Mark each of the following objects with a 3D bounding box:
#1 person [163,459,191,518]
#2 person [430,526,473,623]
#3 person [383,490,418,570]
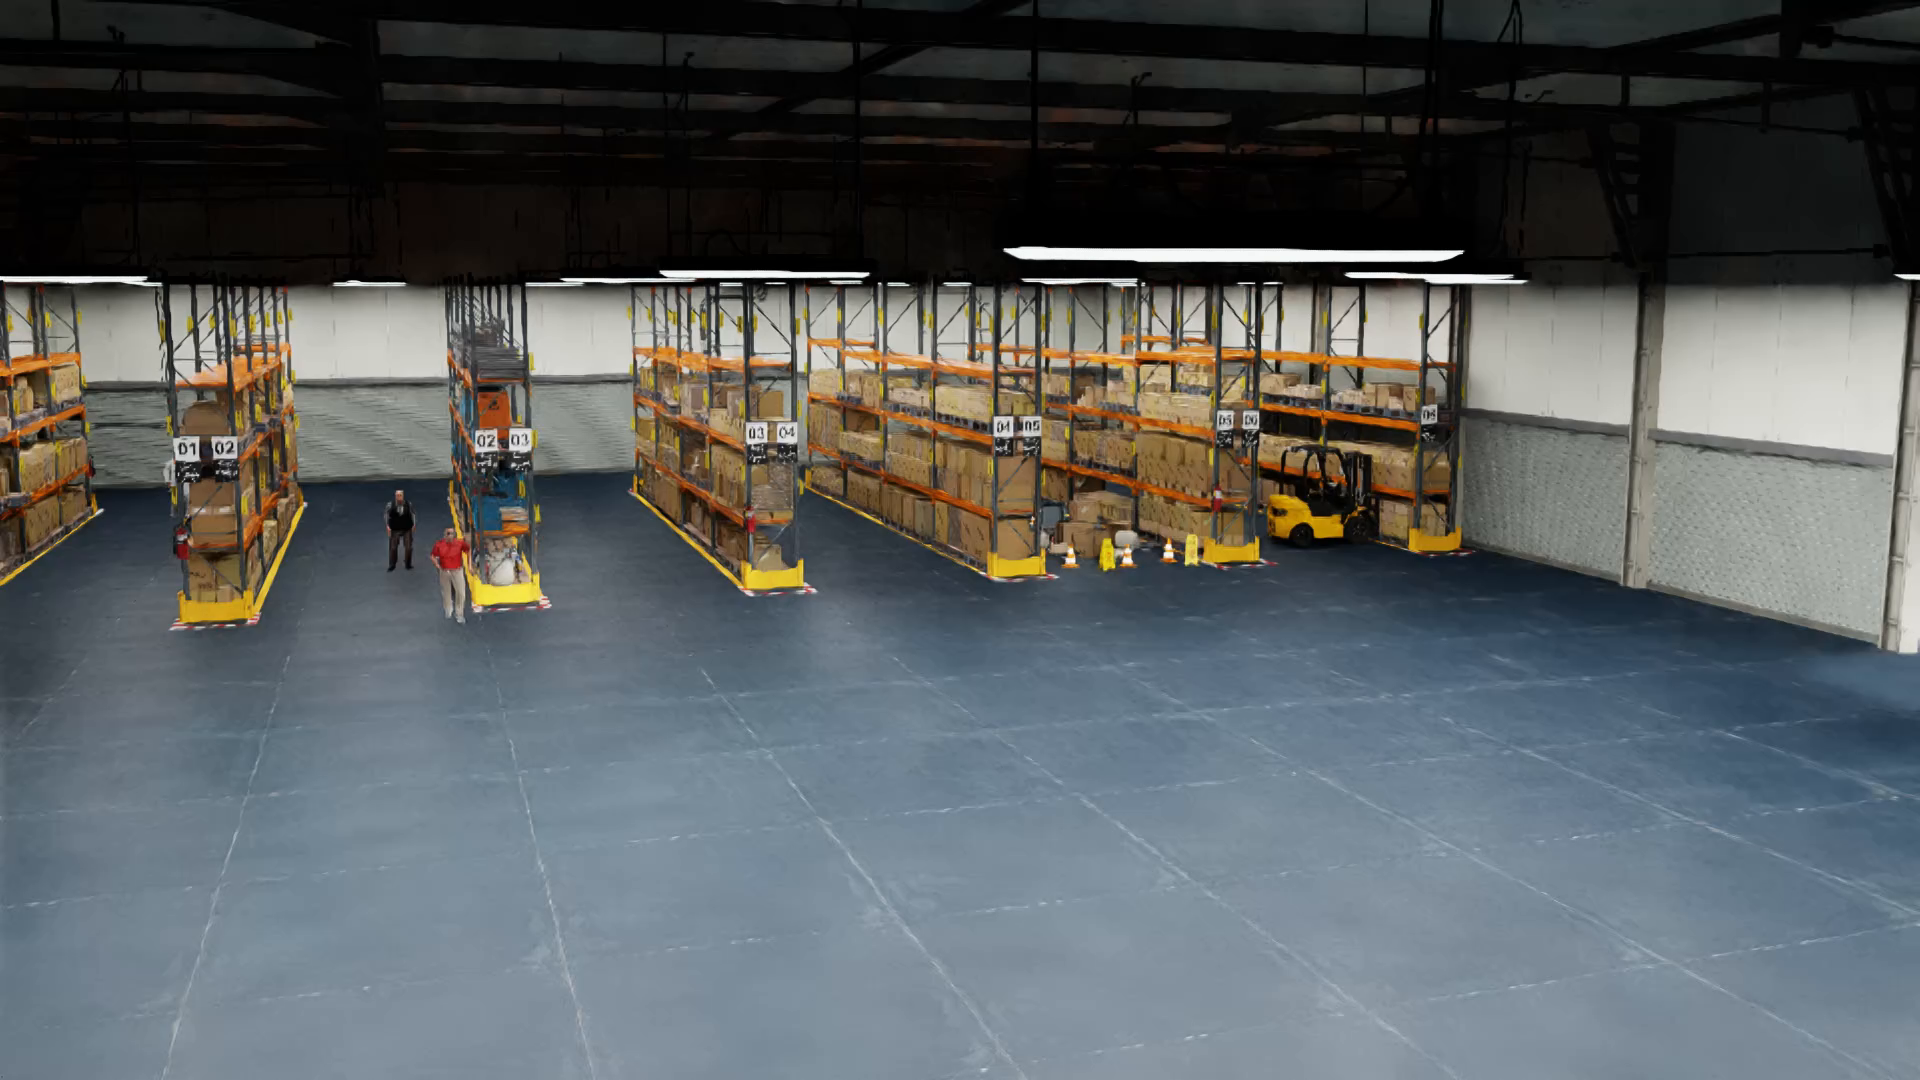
[{"bbox_3d":[-19.564,-1.412,41.710,0.729,1.733,0.546,-3,9,-19],"label":"person"},{"bbox_3d":[-8.824,0.568,28.851,0.686,1.664,0.867,-2,9,-13],"label":"person"},{"bbox_3d":[-11.426,-0.208,33.979,0.677,1.671,0.534,-3,9,-20],"label":"person"}]
